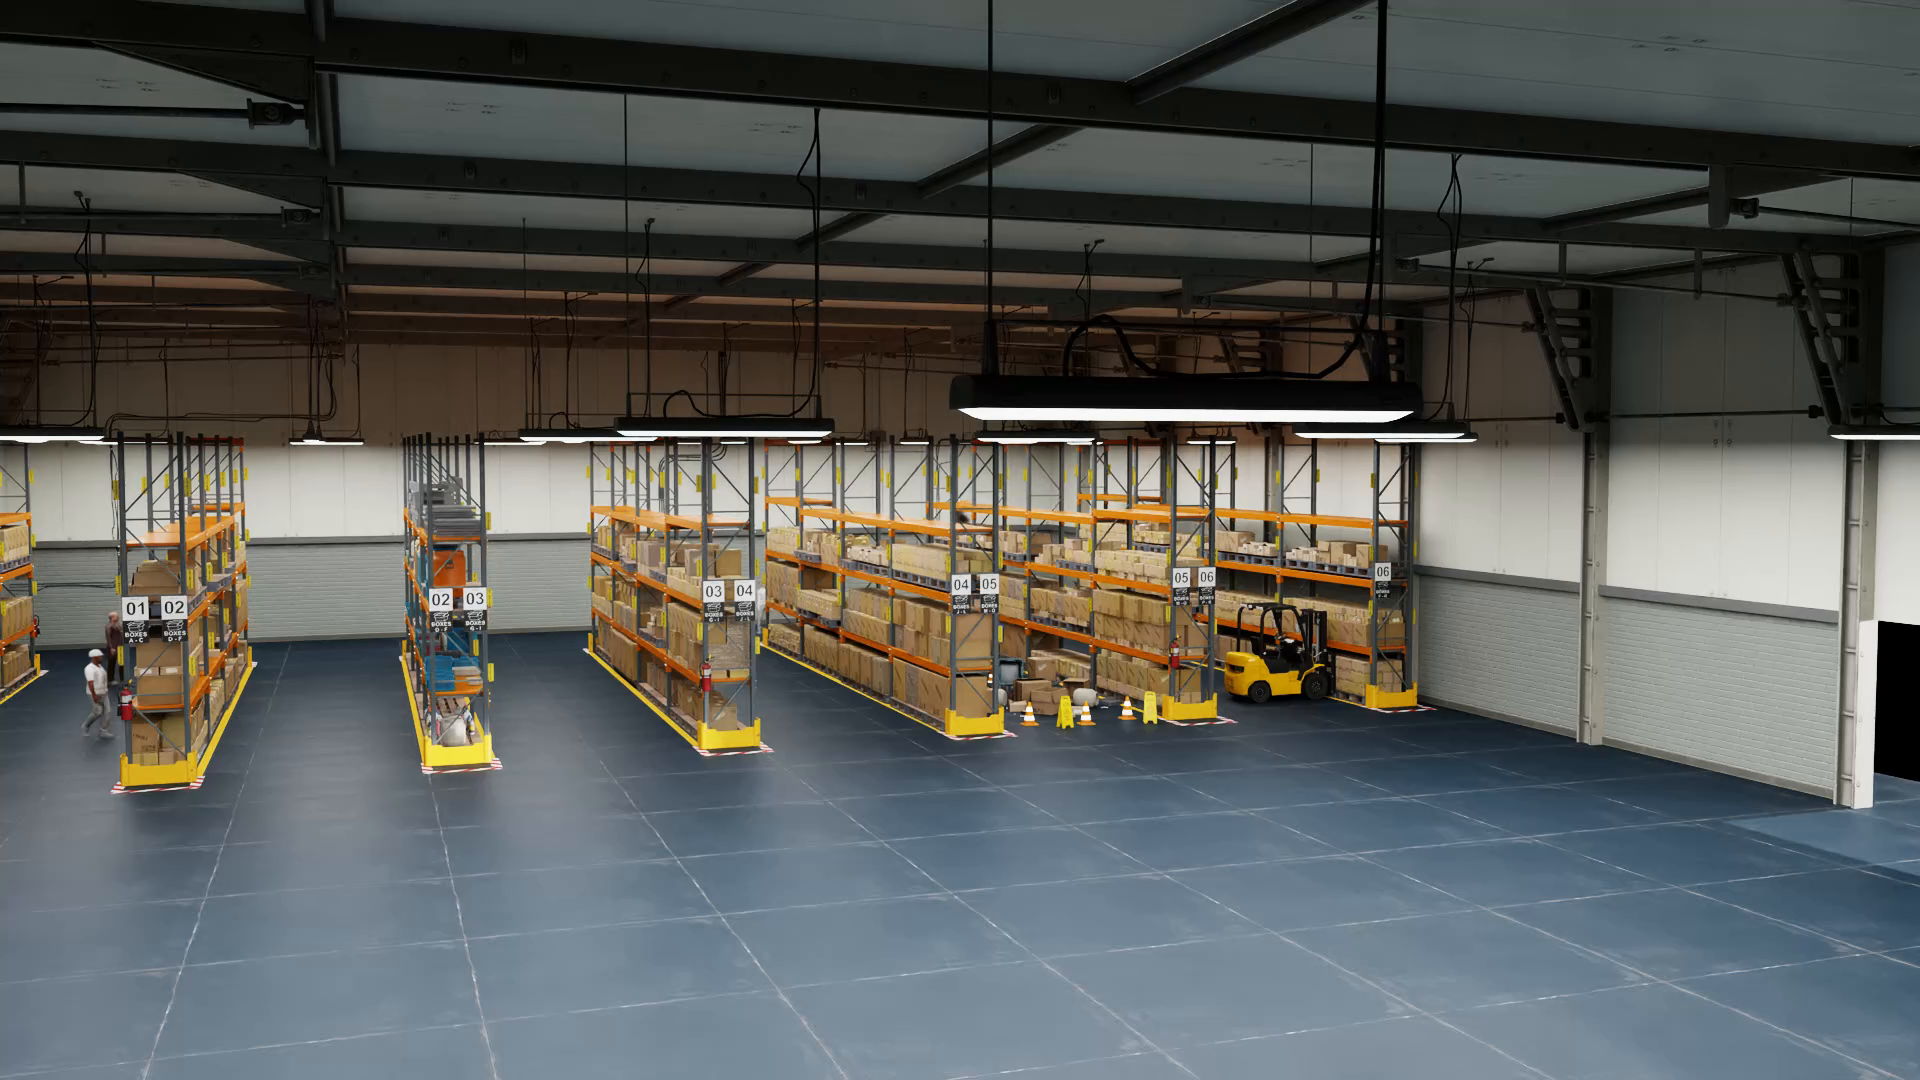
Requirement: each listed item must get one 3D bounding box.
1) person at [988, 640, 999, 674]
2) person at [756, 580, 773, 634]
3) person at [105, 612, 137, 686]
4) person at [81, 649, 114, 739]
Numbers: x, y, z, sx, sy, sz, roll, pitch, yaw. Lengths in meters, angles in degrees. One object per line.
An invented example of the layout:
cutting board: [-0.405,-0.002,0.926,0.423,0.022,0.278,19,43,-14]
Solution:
person: [0.737,2.583,41.951,0.461,1.663,0.767,-1,3,-24]
person: [-6.025,2.060,51.284,0.520,1.701,0.435,-1,3,-13]
person: [-20.296,2.624,40.019,0.682,1.775,0.590,1,3,18]
person: [-17.054,3.037,32.880,0.633,1.756,0.616,0,3,8]
